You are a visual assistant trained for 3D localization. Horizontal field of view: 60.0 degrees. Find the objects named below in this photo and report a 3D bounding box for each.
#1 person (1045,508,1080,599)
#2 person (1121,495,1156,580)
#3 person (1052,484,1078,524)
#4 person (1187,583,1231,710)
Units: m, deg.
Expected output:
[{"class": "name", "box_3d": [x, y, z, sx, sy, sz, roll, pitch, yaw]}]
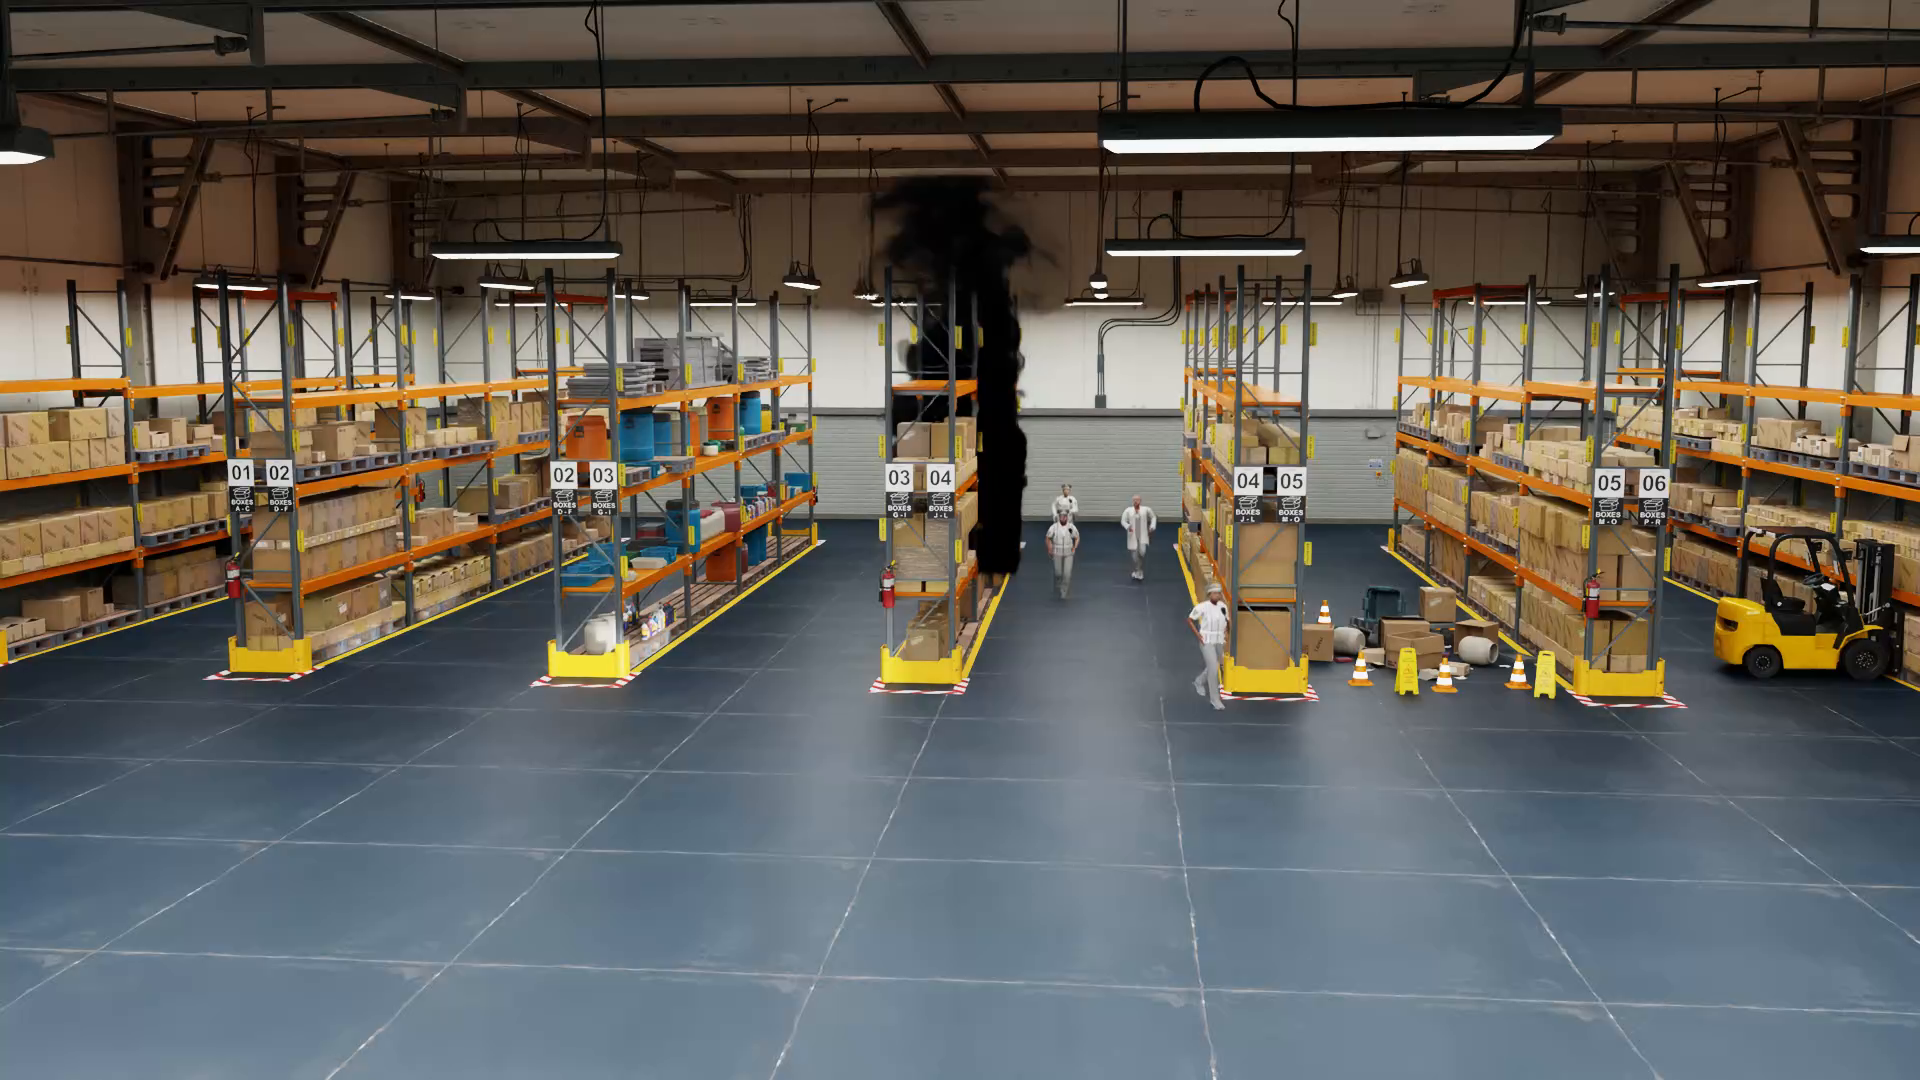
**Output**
[{"class": "person", "box_3d": [1.990, 0.248, 32.138, 0.671, 1.743, 0.610, 0, 7, -1]}, {"class": "person", "box_3d": [3.699, -0.049, 34.553, 0.719, 1.770, 0.741, 1, 7, 9]}, {"class": "person", "box_3d": [2.400, -0.444, 37.959, 0.589, 1.692, 0.658, 0, 7, 1]}, {"class": "person", "box_3d": [3.420, 1.416, 22.756, 0.595, 1.714, 0.806, -3, 8, -24]}]
